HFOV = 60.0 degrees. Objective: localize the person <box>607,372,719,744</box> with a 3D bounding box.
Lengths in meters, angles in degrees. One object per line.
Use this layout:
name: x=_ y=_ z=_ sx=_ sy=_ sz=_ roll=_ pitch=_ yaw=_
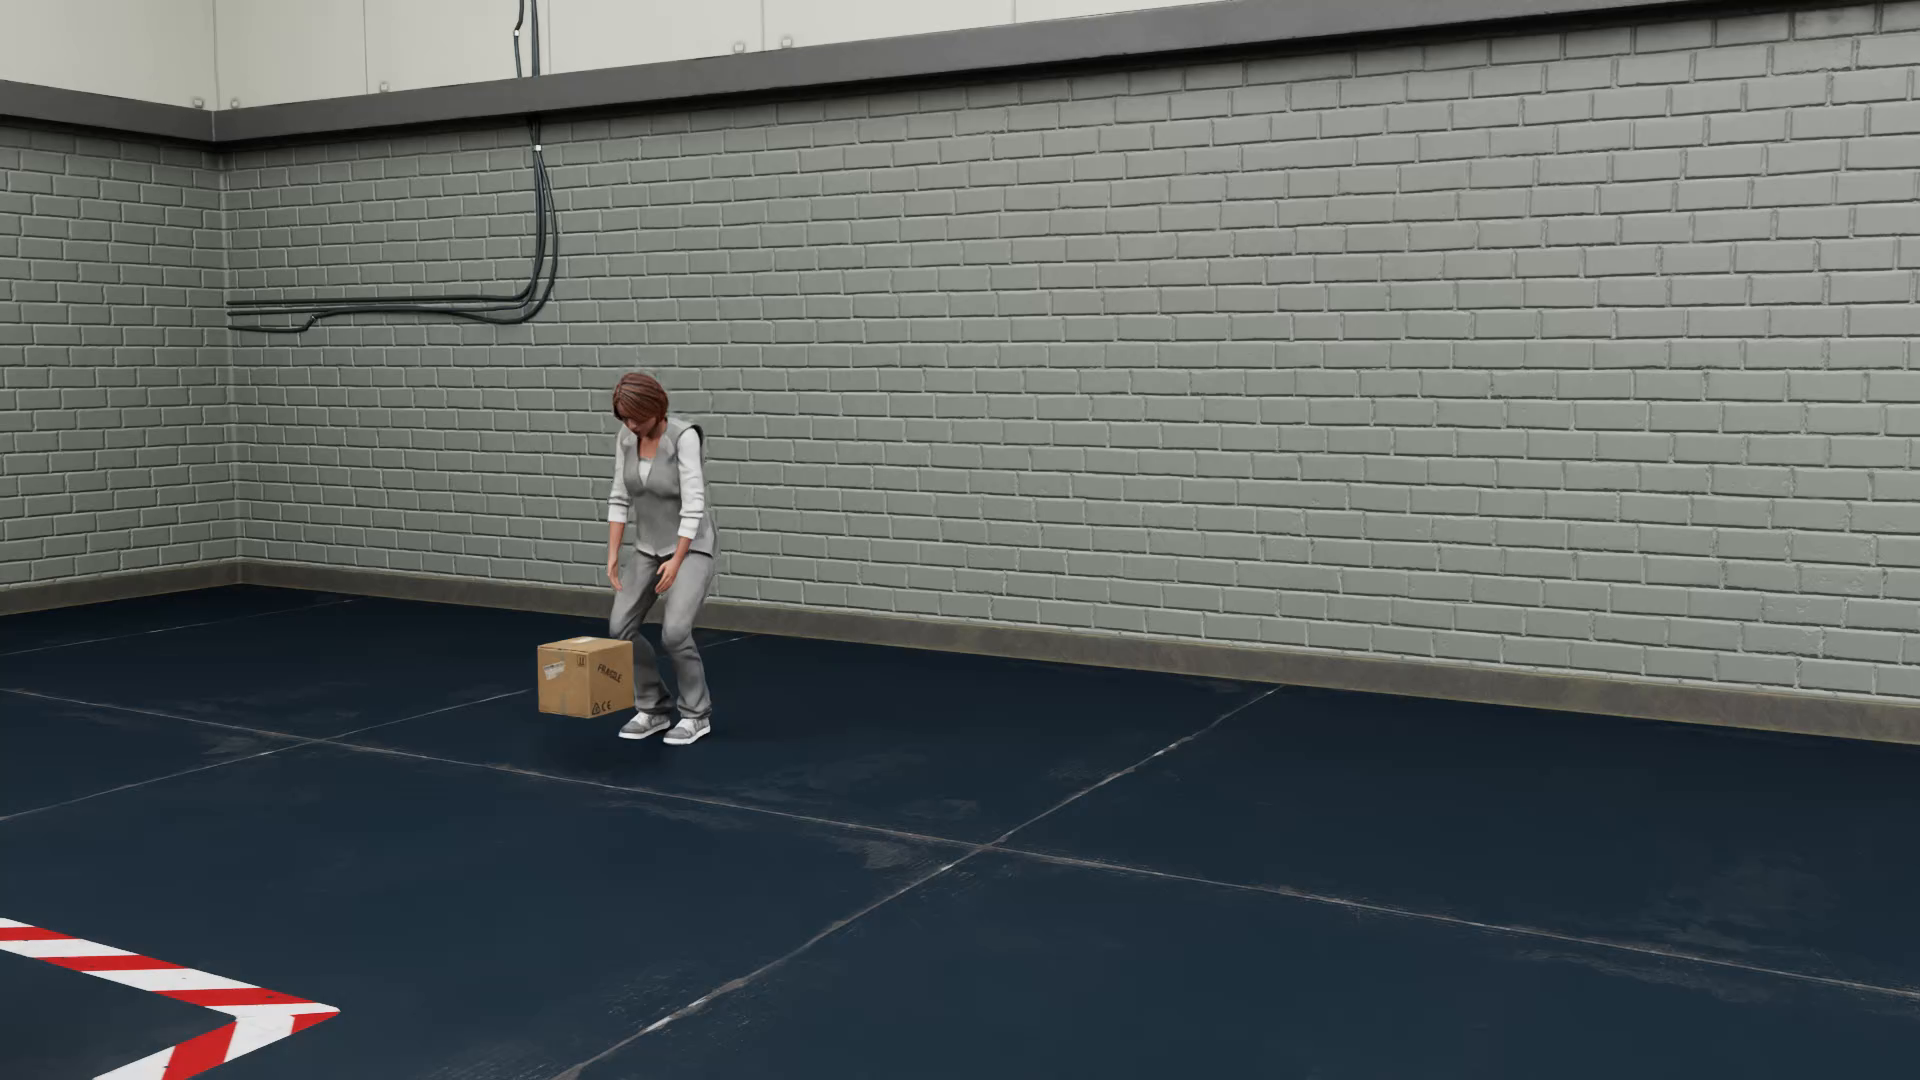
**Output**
person: x=-1.163 y=0.081 z=6.561 sx=0.451 sy=1.449 sz=0.518 roll=3 pitch=7 yaw=29
